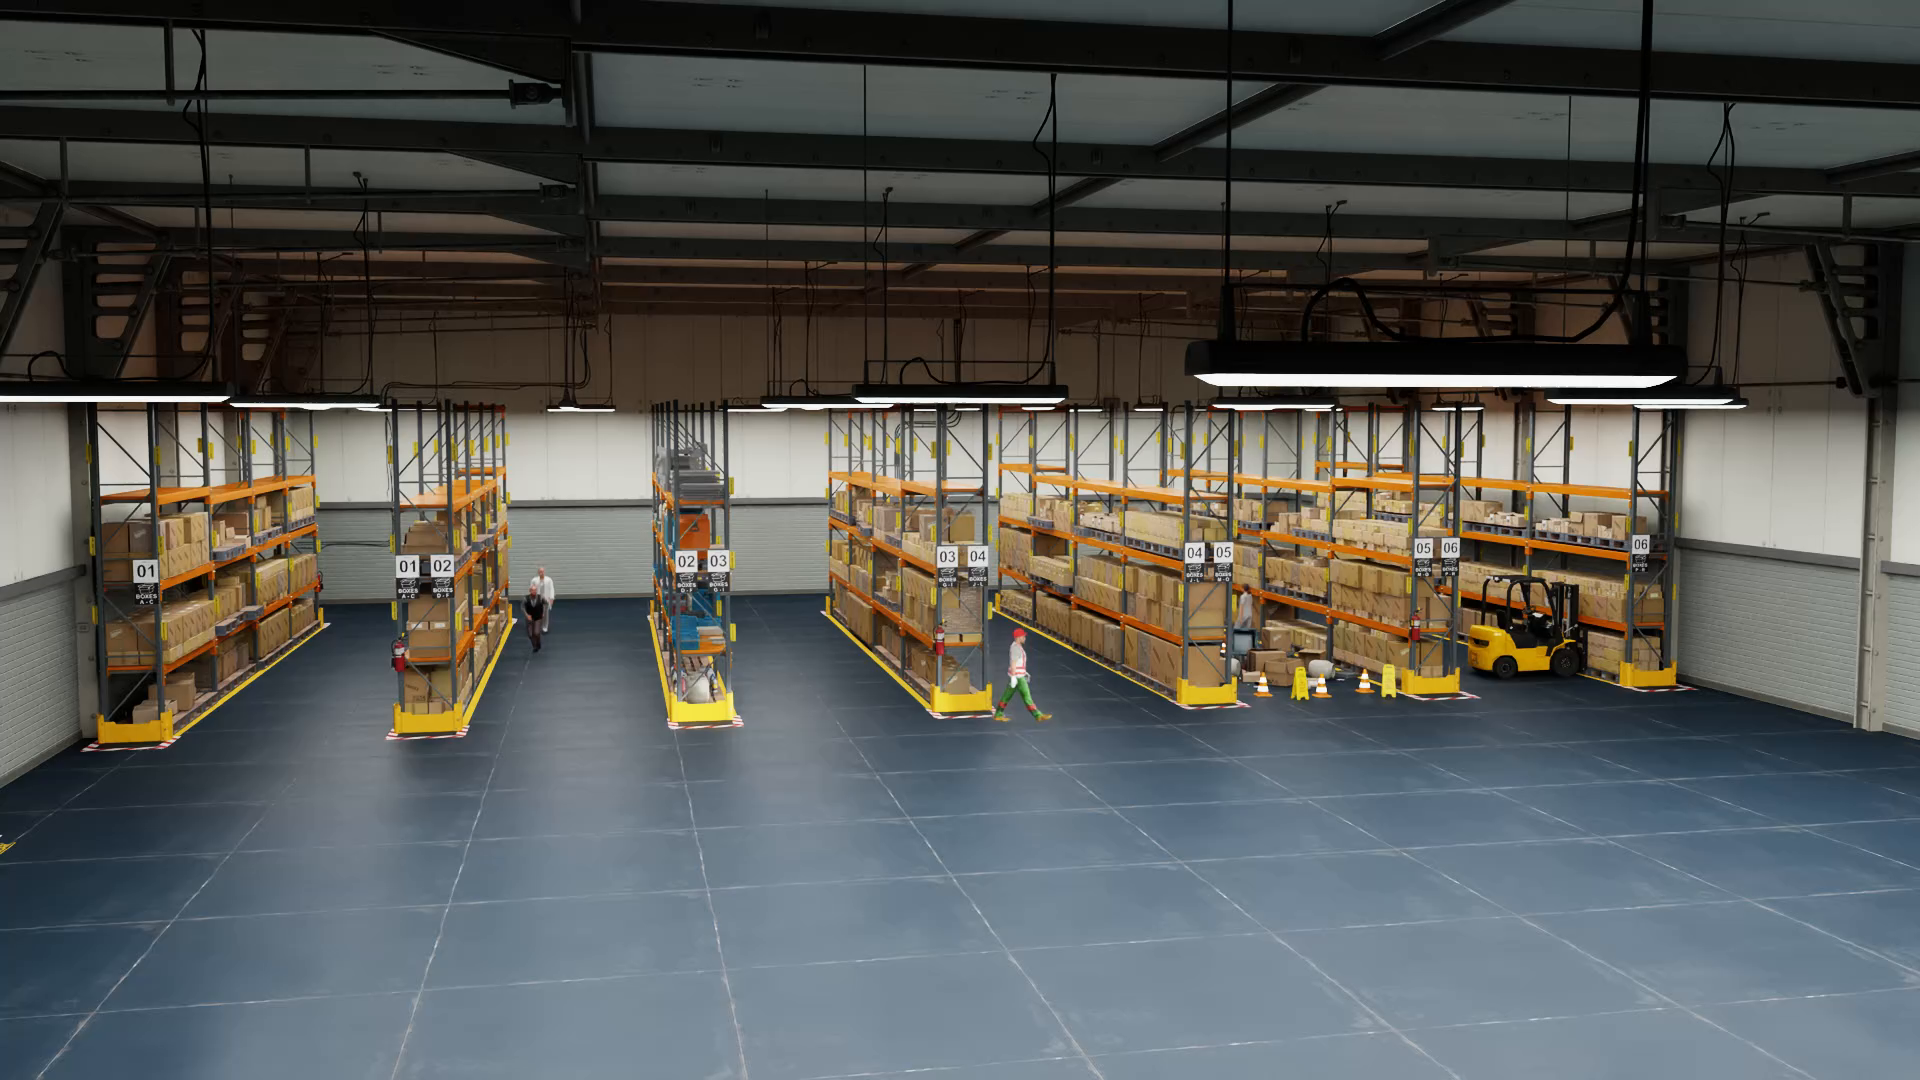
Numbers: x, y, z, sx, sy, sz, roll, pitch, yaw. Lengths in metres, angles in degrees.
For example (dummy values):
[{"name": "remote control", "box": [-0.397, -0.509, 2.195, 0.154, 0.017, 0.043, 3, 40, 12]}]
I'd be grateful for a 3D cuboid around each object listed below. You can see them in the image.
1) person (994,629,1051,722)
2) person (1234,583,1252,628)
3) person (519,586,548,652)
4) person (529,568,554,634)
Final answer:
[{"name": "person", "box": [1.151, 2.505, 30.811, 1.038, 1.726, 0.574, -1, 4, -7]}, {"name": "person", "box": [6.871, 1.873, 40.144, 0.477, 1.690, 0.400, -4, 6, -44]}, {"name": "person", "box": [-10.227, 1.898, 39.956, 0.627, 1.632, 0.726, 0, 4, -3]}, {"name": "person", "box": [-10.877, 1.577, 43.215, 0.651, 1.717, 1.114, -1, 4, -16]}]
